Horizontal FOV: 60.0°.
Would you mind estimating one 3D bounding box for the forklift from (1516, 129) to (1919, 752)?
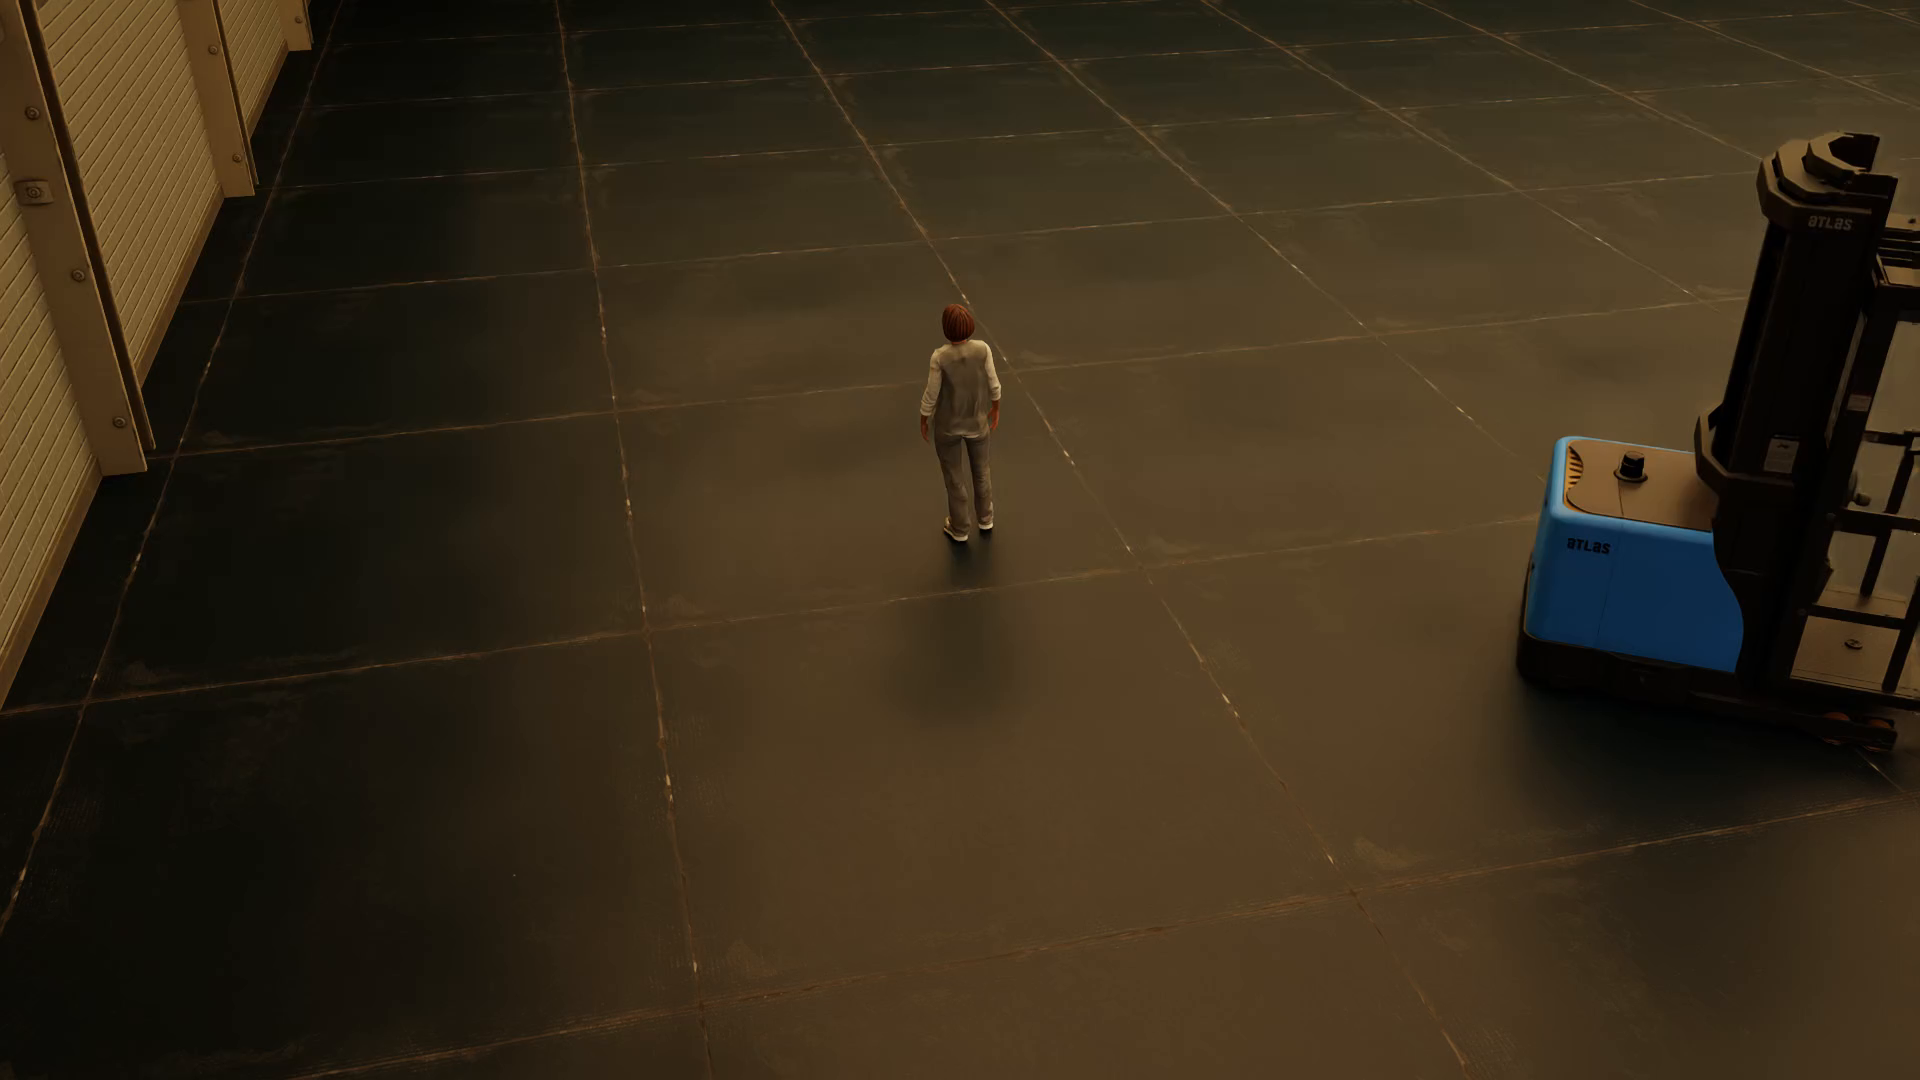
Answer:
[{"bbox_3d":[4.637,-0.472,8.390,3.031,2.935,1.130,10,32,17],"label":"forklift"}]

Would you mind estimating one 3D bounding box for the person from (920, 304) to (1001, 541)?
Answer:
[{"bbox_3d":[-0.003,-0.735,10.161,0.520,1.597,0.475,-7,31,-12],"label":"person"}]
